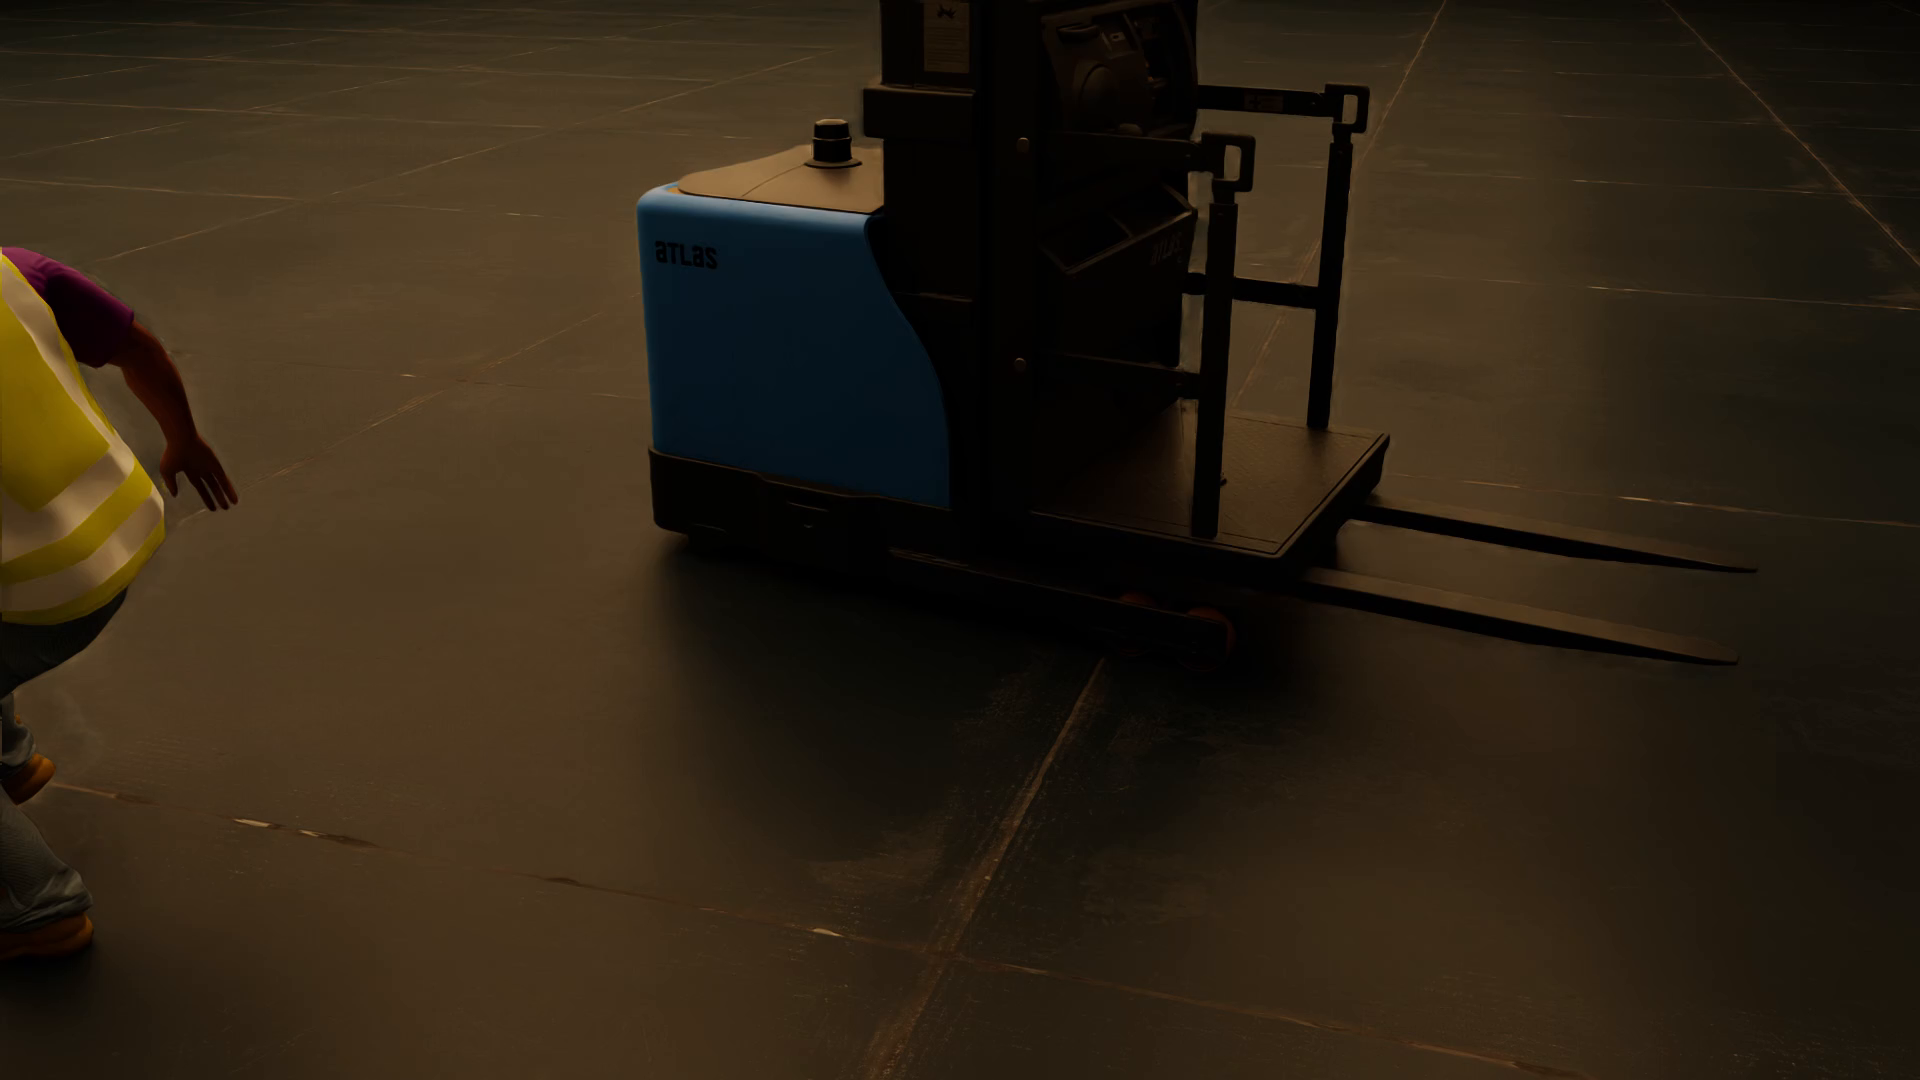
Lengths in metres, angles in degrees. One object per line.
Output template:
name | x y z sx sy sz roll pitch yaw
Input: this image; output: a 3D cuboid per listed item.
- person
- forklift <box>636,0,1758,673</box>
person | -1.916 -0.002 3.166 0.742 1.535 0.819 3 23 7
forklift | 0.611 -1.244 4.294 3.031 2.935 1.130 11 25 25
